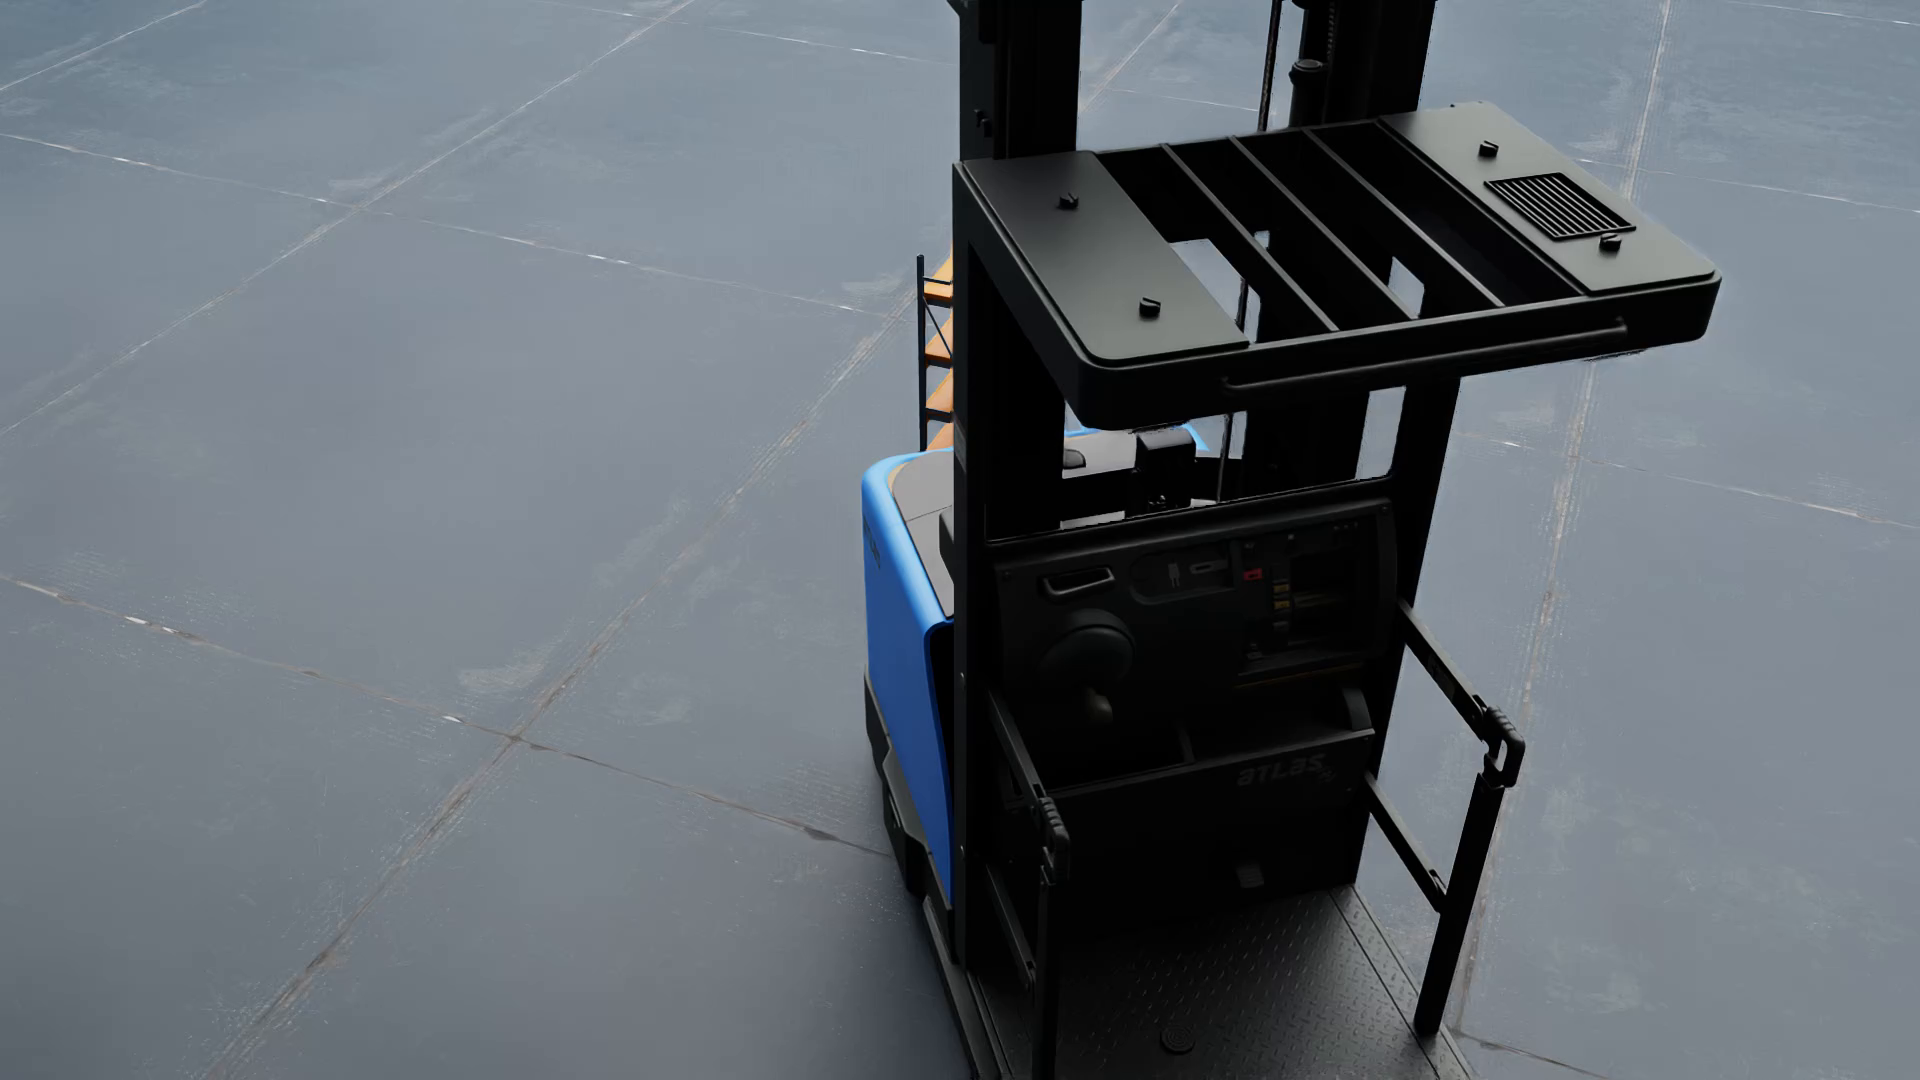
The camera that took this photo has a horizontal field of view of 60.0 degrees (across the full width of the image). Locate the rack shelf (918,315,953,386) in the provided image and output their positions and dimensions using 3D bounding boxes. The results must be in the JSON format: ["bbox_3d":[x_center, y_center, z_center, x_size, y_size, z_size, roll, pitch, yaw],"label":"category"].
[{"bbox_3d":[0.063,-0.698,5.920,0.258,0.148,0.480,14,39,18],"label":"rack shelf"}]

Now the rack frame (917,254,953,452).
[{"bbox_3d":[-0.030,-0.437,5.833,0.240,1.200,0.015,14,39,18],"label":"rack frame"}]

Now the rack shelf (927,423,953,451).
[{"bbox_3d":[0.063,-0.359,6.173,0.258,0.148,0.480,14,39,18],"label":"rack shelf"}]

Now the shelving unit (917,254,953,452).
[{"bbox_3d":[0.063,-0.572,6.013,0.258,1.200,0.503,14,39,18],"label":"shelving unit"}]

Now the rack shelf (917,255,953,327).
[{"bbox_3d":[0.063,-0.887,5.778,0.258,0.148,0.480,14,39,18],"label":"rack shelf"}]

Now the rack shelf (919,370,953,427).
[{"bbox_3d":[0.063,-0.518,6.054,0.258,0.148,0.480,14,39,18],"label":"rack shelf"}]

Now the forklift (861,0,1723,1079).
[{"bbox_3d":[0.590,0.227,3.497,1.130,2.935,3.031,-10,38,-12],"label":"forklift"}]
